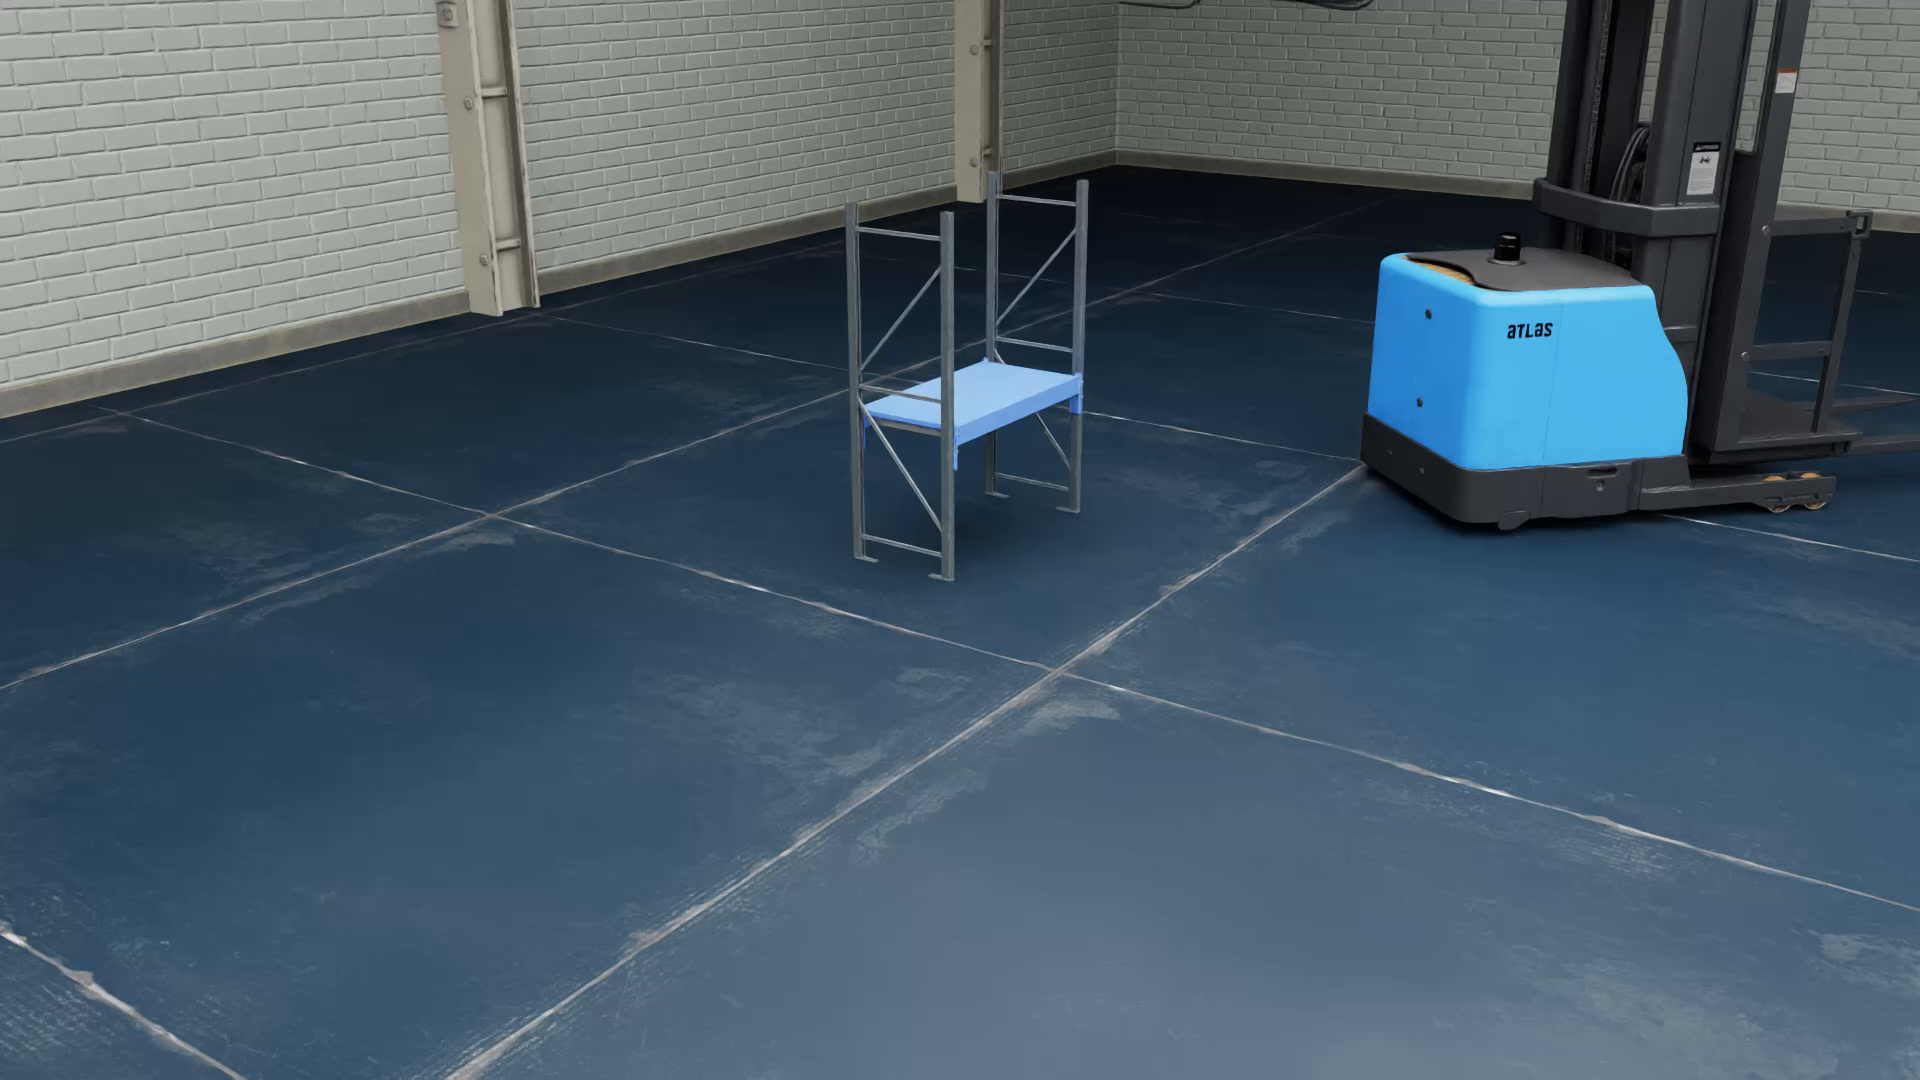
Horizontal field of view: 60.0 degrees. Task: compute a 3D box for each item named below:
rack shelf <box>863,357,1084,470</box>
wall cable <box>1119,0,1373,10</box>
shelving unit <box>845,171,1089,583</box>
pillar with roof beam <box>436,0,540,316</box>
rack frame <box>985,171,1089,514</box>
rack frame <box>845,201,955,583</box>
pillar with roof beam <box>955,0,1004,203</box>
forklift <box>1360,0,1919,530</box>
[{"bbox_3d":[0.048,-0.559,7.133,0.538,0.185,1.000,13,24,32],"label":"rack shelf"},{"bbox_3d":[2.932,-6.693,16.864,3.097,2.526,0.112,13,24,32],"label":"wall cable"},{"bbox_3d":[0.048,-0.728,7.071,0.538,1.500,1.048,13,24,32],"label":"shelving unit"},{"bbox_3d":[0.370,-5.001,7.814,9.100,9.000,0.400,13,24,32],"label":"pillar with roof beam"},{"bbox_3d":[0.334,-0.874,7.465,0.500,1.500,0.032,13,24,32],"label":"rack frame"},{"bbox_3d":[-0.238,-0.582,6.677,0.500,1.500,0.032,13,24,32],"label":"rack frame"},{"bbox_3d":[3.743,-6.723,12.468,9.100,9.000,0.400,13,24,32],"label":"pillar with roof beam"},{"bbox_3d":[3.528,-1.672,7.561,3.031,2.935,1.130,-5,21,-13],"label":"forklift"}]
